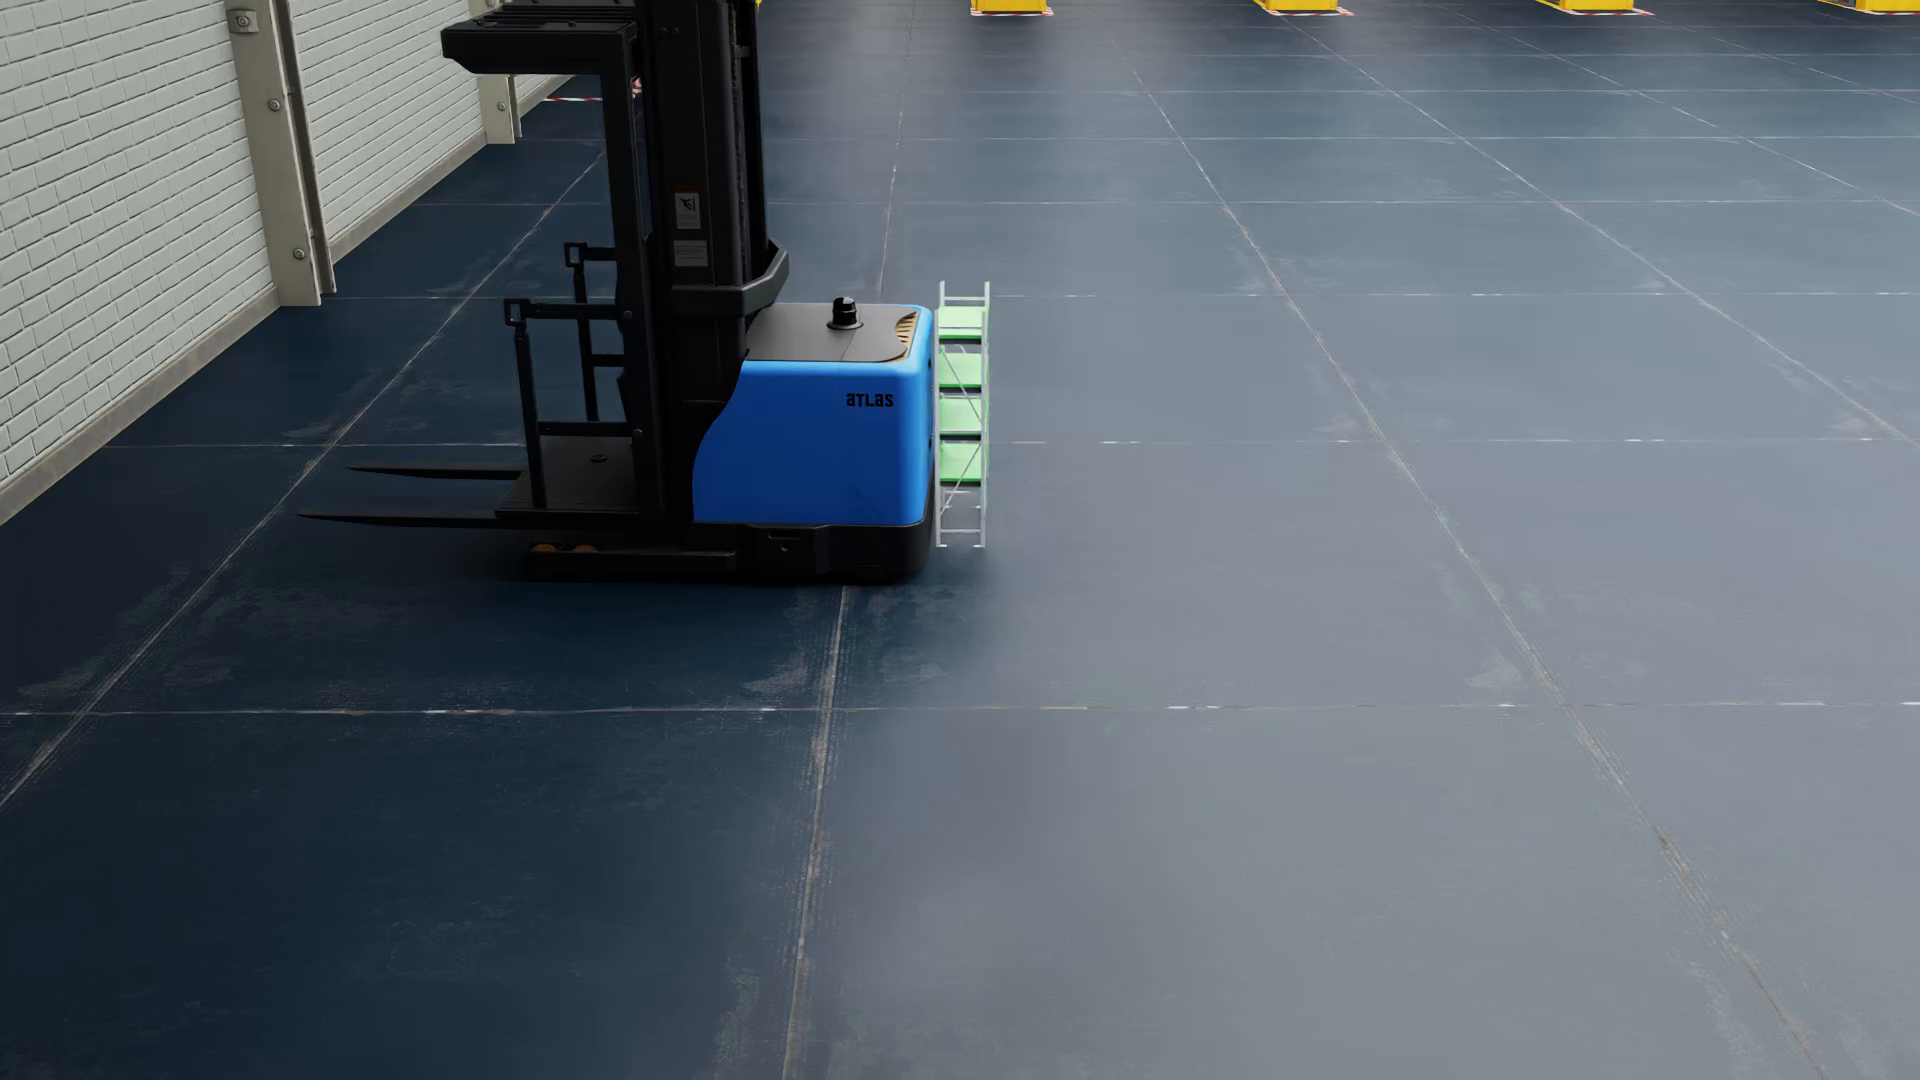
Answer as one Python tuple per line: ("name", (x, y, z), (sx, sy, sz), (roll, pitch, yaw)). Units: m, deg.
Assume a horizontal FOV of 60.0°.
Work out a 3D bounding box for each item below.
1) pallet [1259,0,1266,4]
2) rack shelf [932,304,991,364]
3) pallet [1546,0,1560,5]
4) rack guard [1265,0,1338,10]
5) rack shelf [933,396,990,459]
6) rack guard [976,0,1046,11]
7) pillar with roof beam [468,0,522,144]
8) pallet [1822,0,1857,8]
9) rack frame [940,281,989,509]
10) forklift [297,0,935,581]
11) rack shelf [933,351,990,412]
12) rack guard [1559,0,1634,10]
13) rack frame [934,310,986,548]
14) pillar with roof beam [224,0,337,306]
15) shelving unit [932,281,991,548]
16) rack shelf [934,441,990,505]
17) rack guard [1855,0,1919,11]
("pallet", (5.754, -9.408, 28.795), (1.003, 0.211, 1.213), (0, 24, -1))
("rack shelf", (0.011, -0.992, 7.977), (0.258, 0.148, 0.480), (1, 24, 2))
("pallet", (10.784, -9.430, 28.845), (1.003, 0.211, 1.213), (0, 24, -1))
("rack guard", (5.758, -9.204, 27.995), (1.175, 0.500, 0.348), (0, 24, -1))
("rack shelf", (0.012, -0.555, 8.175), (0.258, 0.148, 0.480), (1, 24, 2))
("rack guard", (0.853, -9.143, 27.858), (1.175, 0.500, 0.348), (0, 24, -1))
("pillar with roof beam", (-0.538, -8.360, 15.815), (9.100, 9.000, 0.400), (0, 24, -1))
("pallet", (15.632, -9.374, 28.720), (1.003, 0.211, 1.213), (0, 24, -1))
("rack frame", (0.022, -0.713, 8.371), (0.240, 1.200, 0.015), (1, 24, 2))
("forklift", (-1.655, -1.359, 7.698), (3.031, 2.935, 1.130), (1, 24, 3))
("rack shelf", (0.012, -0.773, 8.076), (0.258, 0.148, 0.480), (1, 24, 2))
("rack guard", (10.757, -9.227, 28.044), (1.175, 0.500, 0.348), (0, 24, -1))
("rack frame", (0.001, -0.513, 7.927), (0.240, 1.200, 0.015), (1, 24, 2))
("pillar with roof beam", (-0.472, -5.888, 10.349), (9.100, 9.000, 0.400), (0, 24, -1))
("shelving unit", (0.012, -0.613, 8.149), (0.258, 1.200, 0.503), (1, 24, 2))
("rack shelf", (0.012, -0.336, 8.274), (0.258, 0.148, 0.480), (1, 24, 2))
("rack guard", (15.719, -9.166, 27.911), (1.175, 0.500, 0.348), (0, 24, -1))
